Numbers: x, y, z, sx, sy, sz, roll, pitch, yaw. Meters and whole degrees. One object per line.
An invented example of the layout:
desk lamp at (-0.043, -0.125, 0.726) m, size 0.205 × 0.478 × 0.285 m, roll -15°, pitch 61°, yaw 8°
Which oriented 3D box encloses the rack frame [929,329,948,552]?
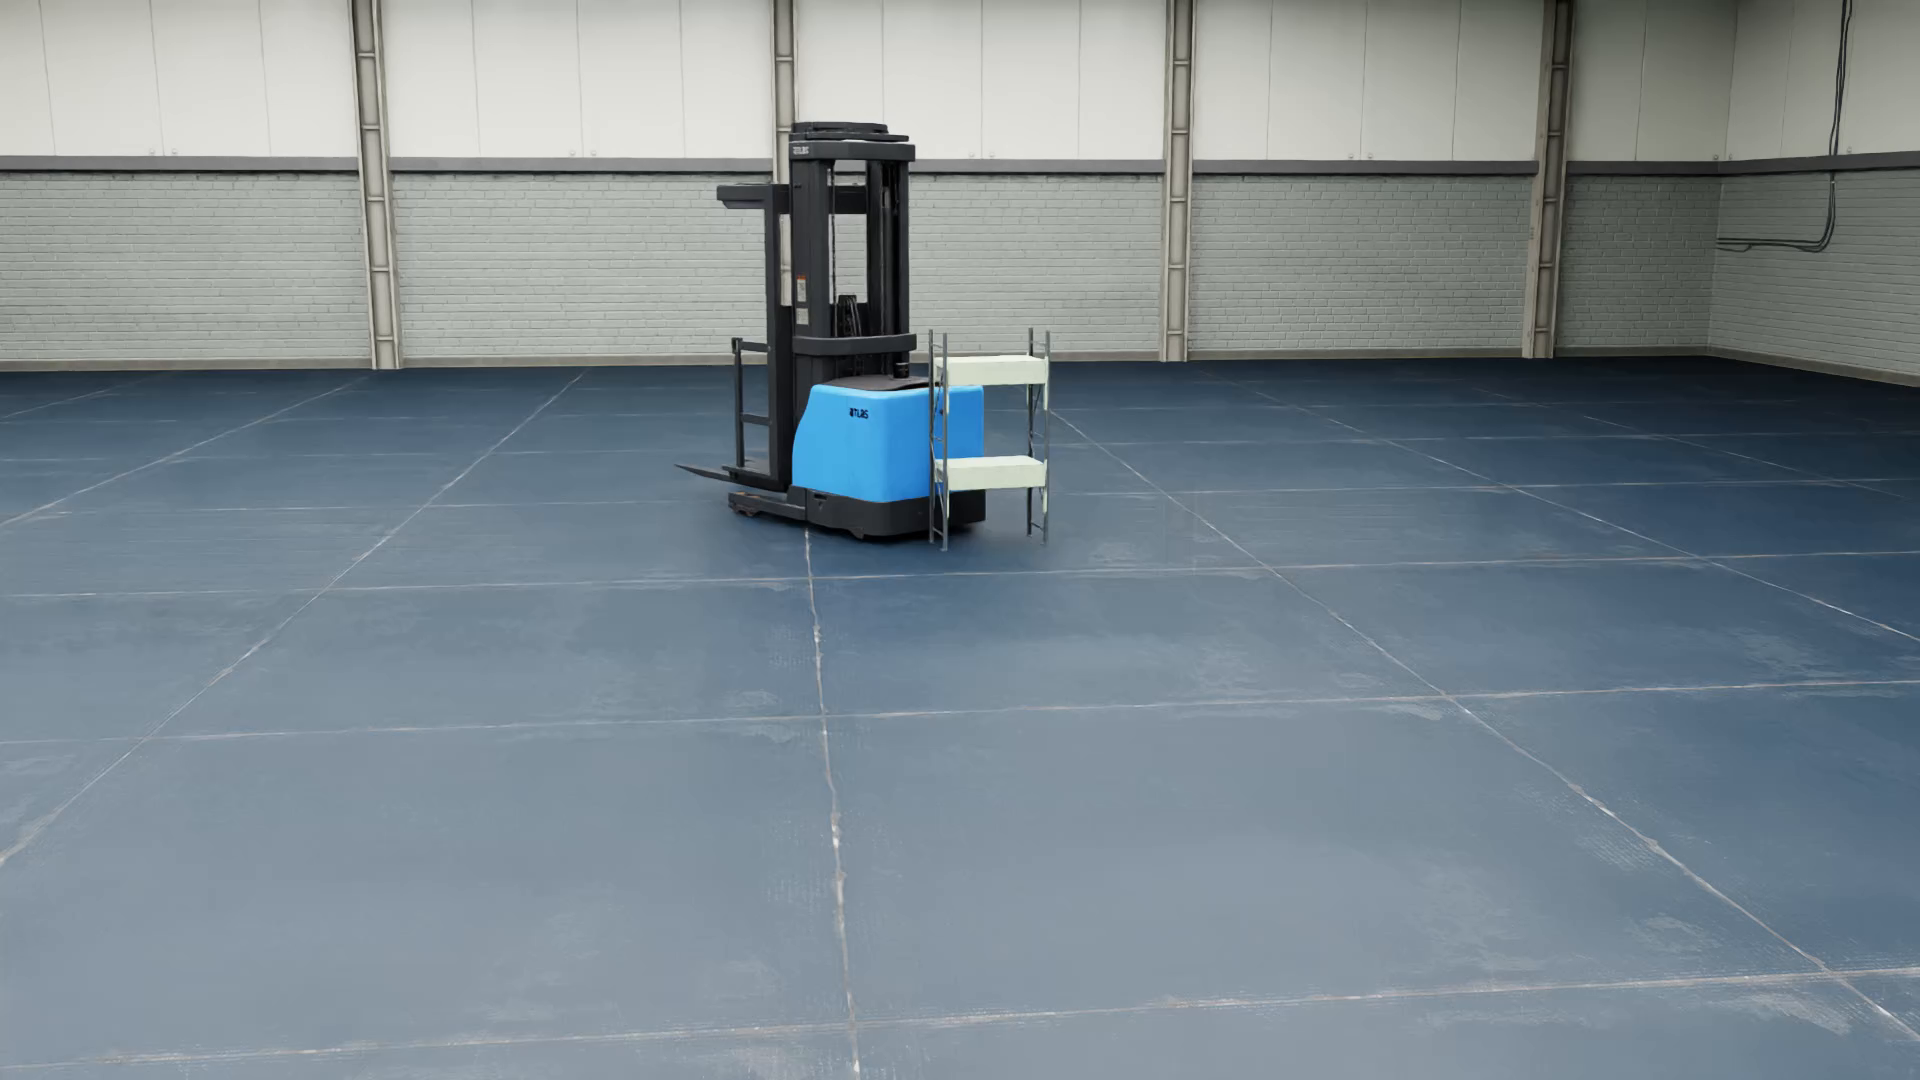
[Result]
rack frame at (-0.151, -0.692, 11.499) m, size 0.023 × 1.500 × 0.400 m, roll -3°, pitch 12°, yaw -16°

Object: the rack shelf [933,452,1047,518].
rack shelf at (0.200, -0.392, 11.662) m, size 0.720 × 0.370 × 0.431 m, roll -3°, pitch 12°, yaw -16°

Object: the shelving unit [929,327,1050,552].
shelving unit at (0.200, -0.712, 11.600) m, size 0.755 × 1.500 × 0.431 m, roll -3°, pitch 12°, yaw -16°

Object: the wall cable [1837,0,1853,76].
wall cable at (12.682, -7.605, 22.180) m, size 0.112 × 2.526 × 3.097 m, roll -1°, pitch 11°, yaw -6°

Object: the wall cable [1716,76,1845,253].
wall cable at (12.390, -5.645, 25.306) m, size 0.112 × 2.526 × 3.097 m, roll -1°, pitch 11°, yaw -6°

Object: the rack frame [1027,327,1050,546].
rack frame at (0.552, -0.731, 11.700) m, size 0.023 × 1.500 × 0.400 m, roll -3°, pitch 12°, yaw -16°

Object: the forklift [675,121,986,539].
forklift at (-1.150, -1.673, 12.777) m, size 1.130 × 2.935 × 3.031 m, roll -9°, pitch 15°, yaw -40°

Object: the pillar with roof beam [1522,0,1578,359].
pillar with roof beam at (9.783, -6.536, 21.785) m, size 0.400 × 9.000 × 9.100 m, roll -1°, pitch 11°, yaw -6°

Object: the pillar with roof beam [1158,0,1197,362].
pillar with roof beam at (3.818, -6.411, 21.149) m, size 0.400 × 9.000 × 9.100 m, roll -1°, pitch 11°, yaw -6°

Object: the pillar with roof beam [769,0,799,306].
pillar with roof beam at (-2.147, -6.286, 20.513) m, size 0.400 × 9.000 × 9.100 m, roll -1°, pitch 11°, yaw -6°

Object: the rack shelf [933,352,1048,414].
rack shelf at (0.200, -1.095, 11.524) m, size 0.720 × 0.370 × 0.431 m, roll -3°, pitch 12°, yaw -16°

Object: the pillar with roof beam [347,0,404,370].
pillar with roof beam at (-8.112, -6.161, 19.878) m, size 0.400 × 9.000 × 9.100 m, roll -1°, pitch 11°, yaw -6°
